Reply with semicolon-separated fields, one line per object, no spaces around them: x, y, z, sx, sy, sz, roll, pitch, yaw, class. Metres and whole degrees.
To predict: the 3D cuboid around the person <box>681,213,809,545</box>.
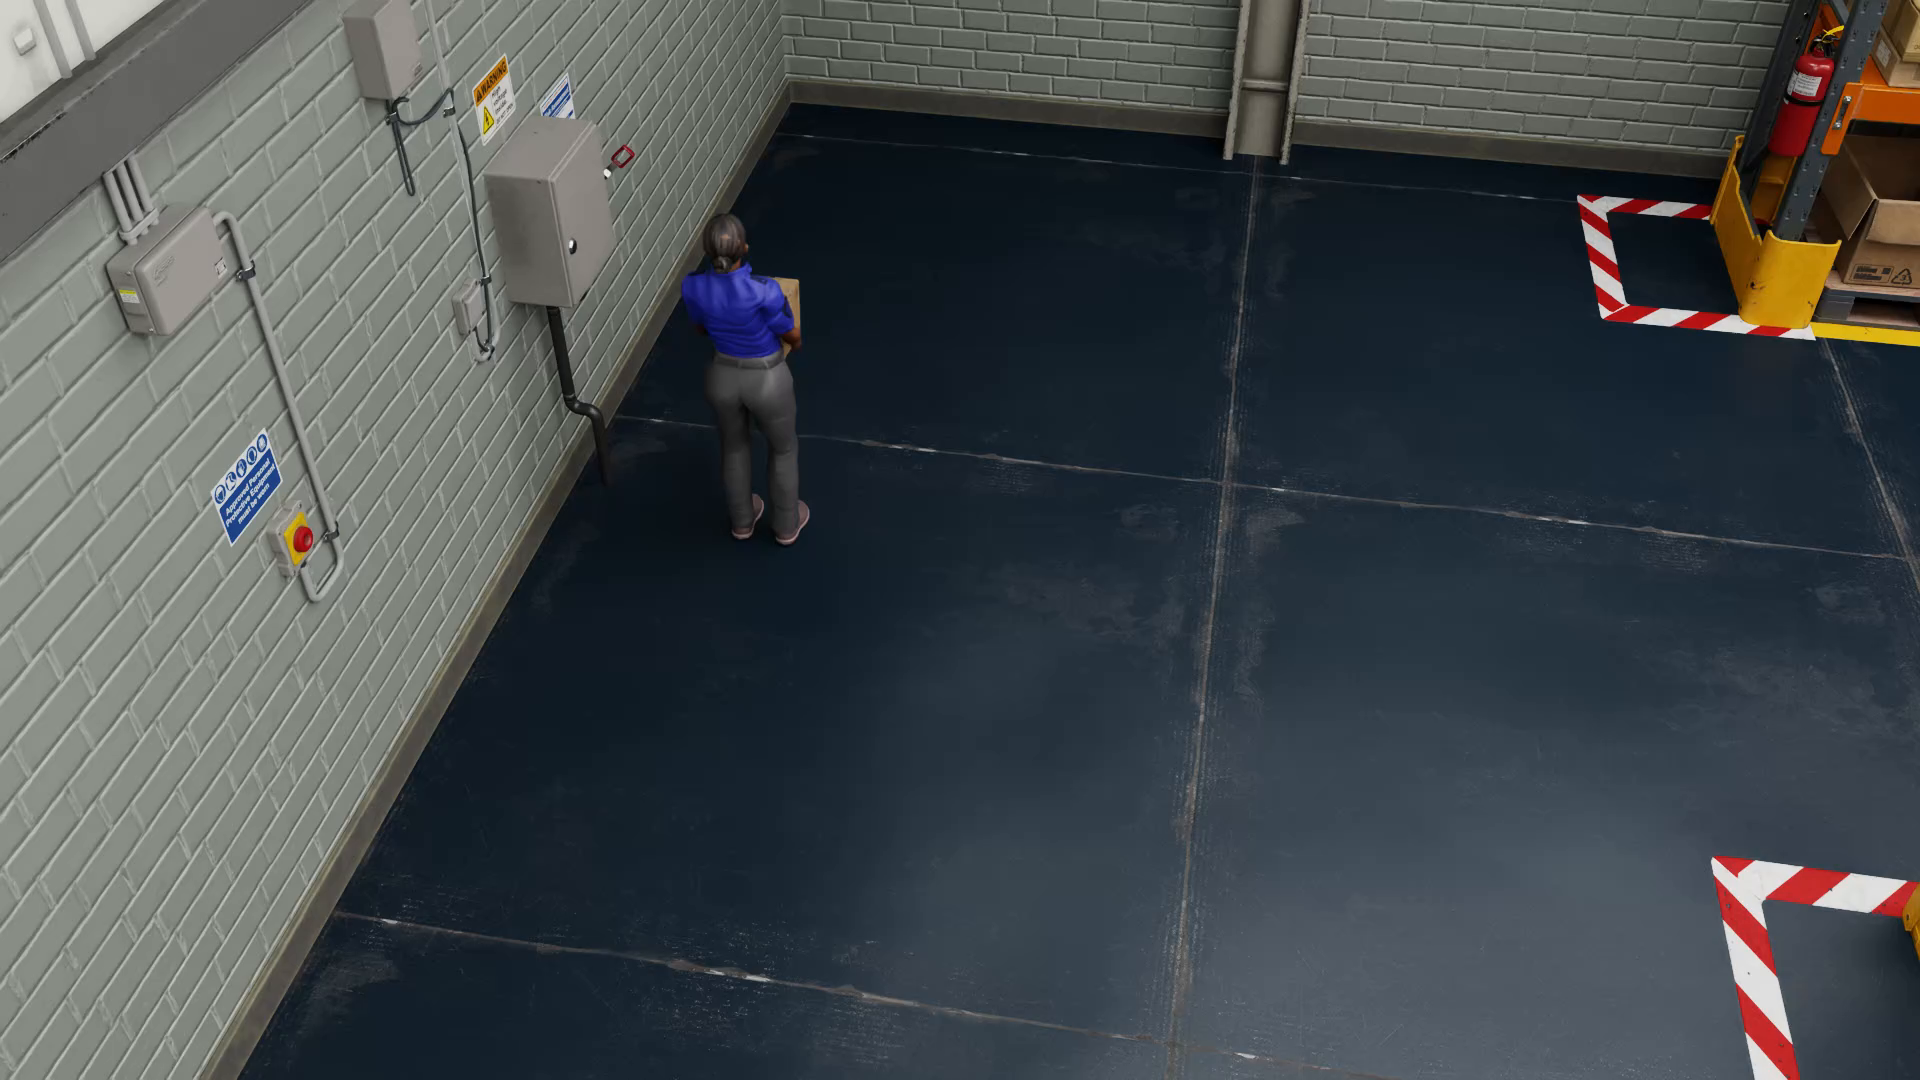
-0.862;-0.690;6.980;0.451;1.637;0.518;7;41;8;person
